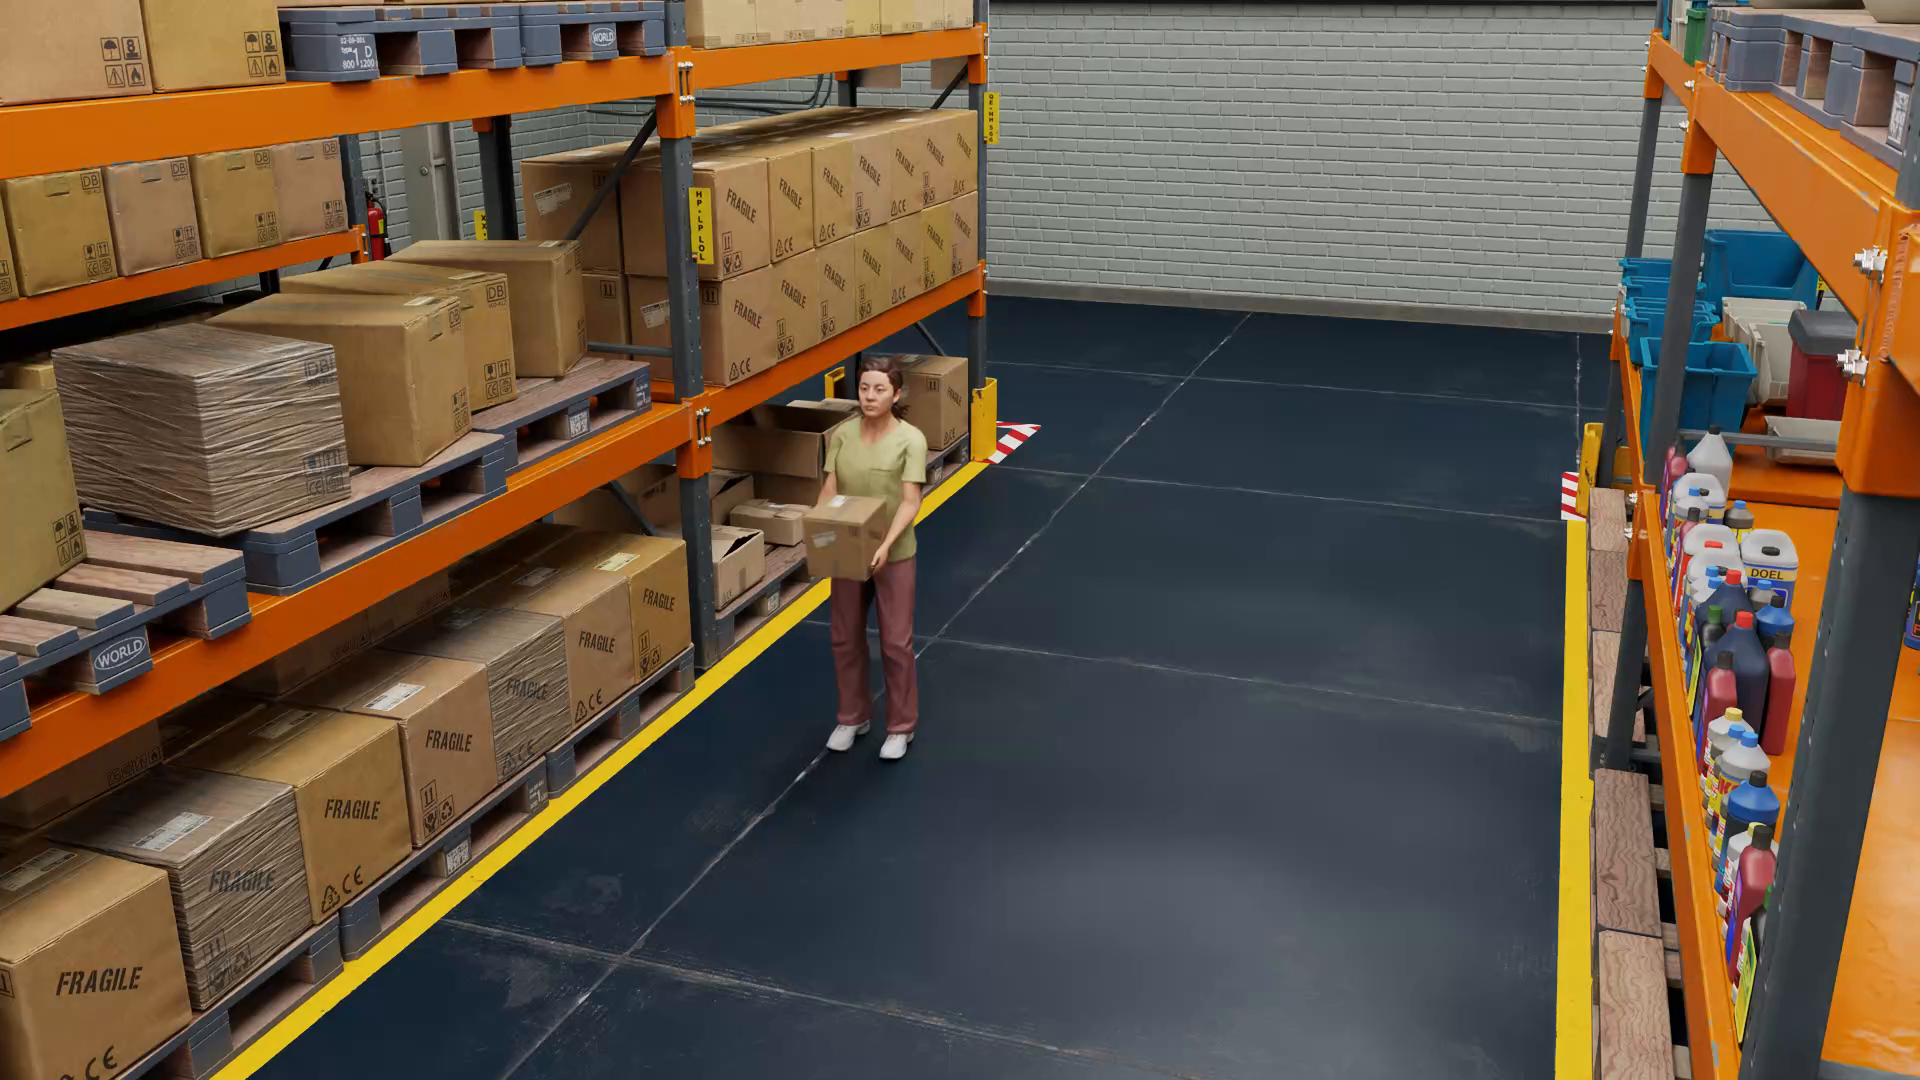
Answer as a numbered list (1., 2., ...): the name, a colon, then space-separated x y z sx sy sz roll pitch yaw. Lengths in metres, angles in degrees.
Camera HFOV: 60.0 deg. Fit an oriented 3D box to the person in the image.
1. person: -0.372 0.092 6.799 0.444 1.669 0.541 7 20 19
